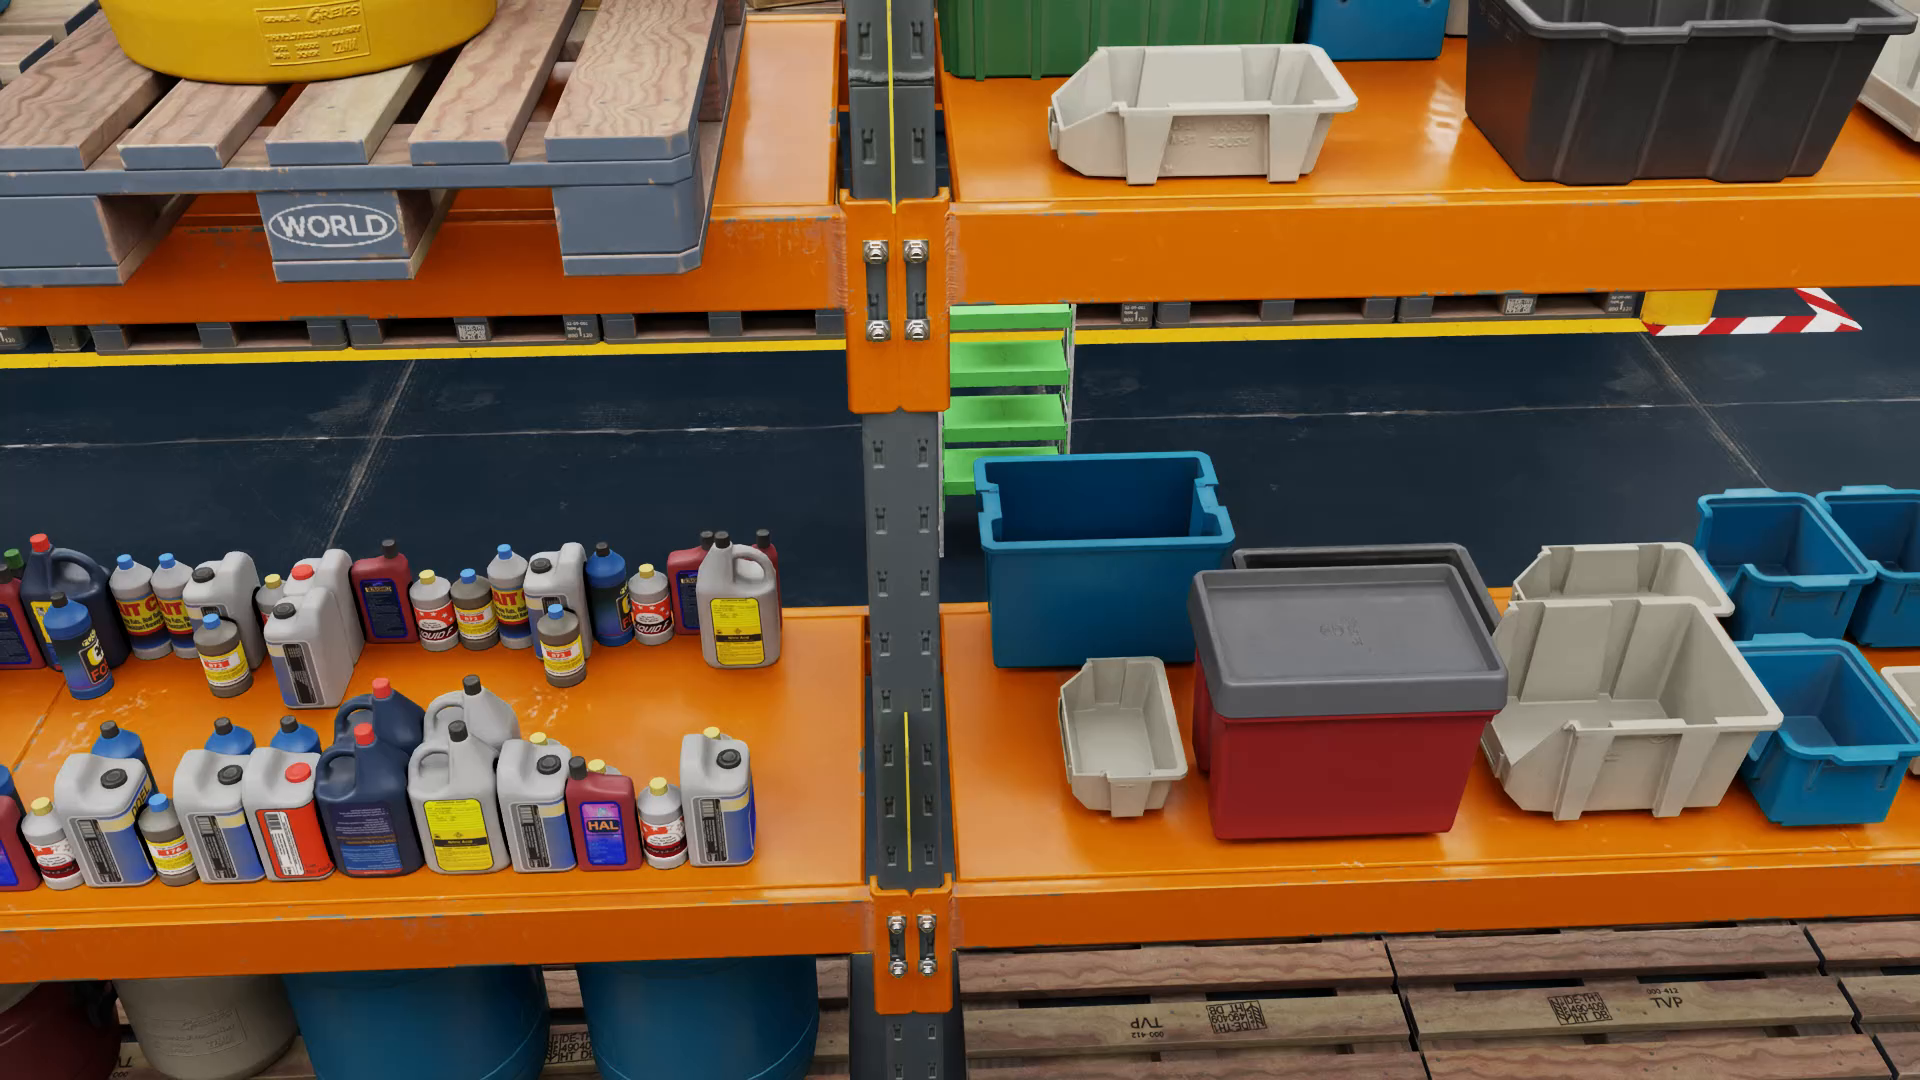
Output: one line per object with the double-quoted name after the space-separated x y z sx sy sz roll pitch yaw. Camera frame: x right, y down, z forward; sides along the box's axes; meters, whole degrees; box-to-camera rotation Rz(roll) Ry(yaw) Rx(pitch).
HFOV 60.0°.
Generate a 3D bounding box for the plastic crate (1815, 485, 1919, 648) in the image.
2.295 0.075 4.099 0.300 0.233 0.416 -2 35 -2 "plastic crate"

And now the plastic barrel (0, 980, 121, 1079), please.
-2.503 1.157 4.192 0.708 0.588 0.600 -2 35 -2 "plastic barrel"

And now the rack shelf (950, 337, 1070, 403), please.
0.165 -0.643 6.315 0.480 0.148 0.258 -2 35 -2 "rack shelf"

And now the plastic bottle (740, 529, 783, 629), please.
-0.510 0.099 4.073 0.133 0.283 0.061 -2 35 -2 "plastic bottle"

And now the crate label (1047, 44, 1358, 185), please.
0.379 -0.690 2.707 0.466 0.136 0.293 -2 35 -2 "crate label"

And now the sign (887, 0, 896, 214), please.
-0.099 -0.640 2.396 0.005 0.325 0.100 -2 35 -2 "sign"

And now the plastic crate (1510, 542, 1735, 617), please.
1.602 0.150 4.076 0.466 0.136 0.293 -2 35 -2 "plastic crate"

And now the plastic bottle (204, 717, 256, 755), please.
-1.530 0.488 3.522 0.097 0.271 0.097 0 35 0 "plastic bottle"

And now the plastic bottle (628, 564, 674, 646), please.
-0.758 0.150 4.072 0.097 0.201 0.097 0 35 0 "plastic bottle"

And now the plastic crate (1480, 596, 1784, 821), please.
1.410 0.372 3.628 0.530 0.282 0.437 -2 35 -2 "plastic crate"

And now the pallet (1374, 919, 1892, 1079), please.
1.831 1.354 4.608 1.213 0.211 1.003 -2 35 -2 "pallet"

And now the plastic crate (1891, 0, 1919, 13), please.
1.643 -1.124 3.207 0.530 0.282 0.437 -2 35 -2 "plastic crate"

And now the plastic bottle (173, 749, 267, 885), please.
-1.505 0.557 3.419 0.135 0.276 0.152 -2 35 -2 "plastic bottle"

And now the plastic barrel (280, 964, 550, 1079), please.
-1.375 0.998 4.146 0.708 0.901 0.600 -2 35 -2 "plastic barrel"

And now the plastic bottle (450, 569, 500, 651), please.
-1.184 0.162 4.055 0.097 0.201 0.097 0 35 0 "plastic bottle"

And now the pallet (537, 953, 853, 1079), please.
-0.896 1.428 4.501 1.213 0.211 1.003 -2 35 -2 "pallet"

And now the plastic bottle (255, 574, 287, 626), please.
-1.646 0.174 4.037 0.097 0.201 0.097 0 35 0 "plastic bottle"

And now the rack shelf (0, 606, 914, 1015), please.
-2.121 0.634 3.830 4.000 0.370 1.077 -2 35 -2 "rack shelf"

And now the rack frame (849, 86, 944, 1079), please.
-0.124 0.284 3.704 0.127 3.000 1.000 -2 35 -2 "rack frame"

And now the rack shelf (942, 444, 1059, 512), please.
0.165 -0.248 6.588 0.480 0.148 0.258 -2 35 -2 "rack shelf"

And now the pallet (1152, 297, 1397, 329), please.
1.553 -1.437 8.642 1.213 0.211 1.003 -2 35 -2 "pallet"

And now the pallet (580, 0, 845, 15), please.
-1.158 -2.493 7.885 1.213 0.211 1.003 -2 35 -2 "pallet"

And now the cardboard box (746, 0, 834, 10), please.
-0.838 -2.860 7.790 0.500 0.500 0.700 -13 37 -18 "cardboard box"

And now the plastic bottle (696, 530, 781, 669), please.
-0.531 0.131 3.969 0.185 0.351 0.144 -2 35 -2 "plastic bottle"

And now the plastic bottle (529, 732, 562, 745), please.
-0.891 0.500 3.567 0.097 0.201 0.097 0 35 0 "plastic bottle"

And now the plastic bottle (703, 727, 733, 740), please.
-0.526 0.490 3.581 0.097 0.201 0.097 0 35 0 "plastic bottle"

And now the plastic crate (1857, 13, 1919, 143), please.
1.820 -0.752 2.797 0.530 0.136 0.437 -2 35 -2 "plastic crate"

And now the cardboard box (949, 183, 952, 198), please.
0.201 -1.861 8.614 0.500 0.500 0.500 -2 35 -2 "cardboard box"

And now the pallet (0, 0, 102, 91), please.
-2.035 -0.763 2.746 1.213 0.211 1.003 -2 35 -2 "pallet"

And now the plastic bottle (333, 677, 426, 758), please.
-1.218 0.438 3.524 0.185 0.351 0.144 -2 35 -2 "plastic bottle"

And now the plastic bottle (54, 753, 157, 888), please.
-1.737 0.563 3.410 0.135 0.276 0.152 -2 35 -2 "plastic bottle"

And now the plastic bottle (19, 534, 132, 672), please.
-2.115 0.139 3.957 0.185 0.351 0.144 -2 35 -2 "plastic bottle"

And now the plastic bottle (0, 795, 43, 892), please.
-1.966 0.592 3.361 0.133 0.283 0.061 -2 35 -2 "plastic bottle"

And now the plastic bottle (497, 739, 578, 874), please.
-0.867 0.539 3.444 0.135 0.276 0.152 -2 35 -2 "plastic bottle"

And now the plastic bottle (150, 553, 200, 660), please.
-1.878 0.152 4.008 0.097 0.271 0.097 0 35 0 "plastic bottle"

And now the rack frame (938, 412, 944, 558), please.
-0.078 -0.491 6.405 0.015 1.200 0.240 -2 35 -2 "rack frame"

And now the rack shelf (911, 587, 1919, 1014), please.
1.874 0.526 3.986 4.000 0.370 1.077 -2 35 -2 "rack shelf"

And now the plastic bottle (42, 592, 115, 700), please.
-2.065 0.239 3.882 0.097 0.271 0.097 0 35 0 "plastic bottle"

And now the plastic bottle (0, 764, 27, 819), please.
-1.987 0.552 3.429 0.097 0.271 0.097 0 35 0 "plastic bottle"

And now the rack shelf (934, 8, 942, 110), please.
1.643 -2.290 8.055 4.000 0.370 1.077 -2 35 -2 "rack shelf"

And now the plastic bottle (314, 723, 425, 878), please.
-1.211 0.520 3.406 0.185 0.351 0.144 -2 35 -2 "plastic bottle"

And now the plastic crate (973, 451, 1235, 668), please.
0.327 0.060 3.989 0.575 0.384 0.392 -2 35 -2 "plastic crate"

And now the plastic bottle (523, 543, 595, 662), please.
-0.969 0.141 4.020 0.135 0.276 0.152 -2 35 -2 "plastic bottle"

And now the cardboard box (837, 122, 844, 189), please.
-0.849 -1.810 8.540 0.500 0.500 0.500 -3 35 -4 "cardboard box"

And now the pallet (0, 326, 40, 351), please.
-5.174 -1.277 8.410 1.213 0.211 1.003 -2 35 -2 "pallet"

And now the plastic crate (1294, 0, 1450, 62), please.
0.771 -1.086 3.195 0.300 0.233 0.416 -2 35 -2 "plastic crate"

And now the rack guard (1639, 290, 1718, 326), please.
3.565 -1.610 8.636 0.348 0.500 1.175 -2 35 -2 "rack guard"

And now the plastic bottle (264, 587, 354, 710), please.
-1.522 0.242 3.873 0.135 0.276 0.152 -2 35 -2 "plastic bottle"

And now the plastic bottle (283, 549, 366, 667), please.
-1.529 0.156 3.998 0.135 0.276 0.152 -2 35 -2 "plastic bottle"

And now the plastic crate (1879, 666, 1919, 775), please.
2.204 0.425 3.680 0.250 0.136 0.298 -2 35 -2 "plastic crate"

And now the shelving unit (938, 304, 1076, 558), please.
0.165 -0.498 6.415 0.503 1.200 0.258 -2 35 -2 "shelving unit"

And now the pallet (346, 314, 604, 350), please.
-2.387 -1.307 8.453 1.213 0.211 1.003 -2 35 -2 "pallet"

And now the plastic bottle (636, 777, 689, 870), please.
-0.616 0.579 3.452 0.097 0.201 0.097 0 35 0 "plastic bottle"
